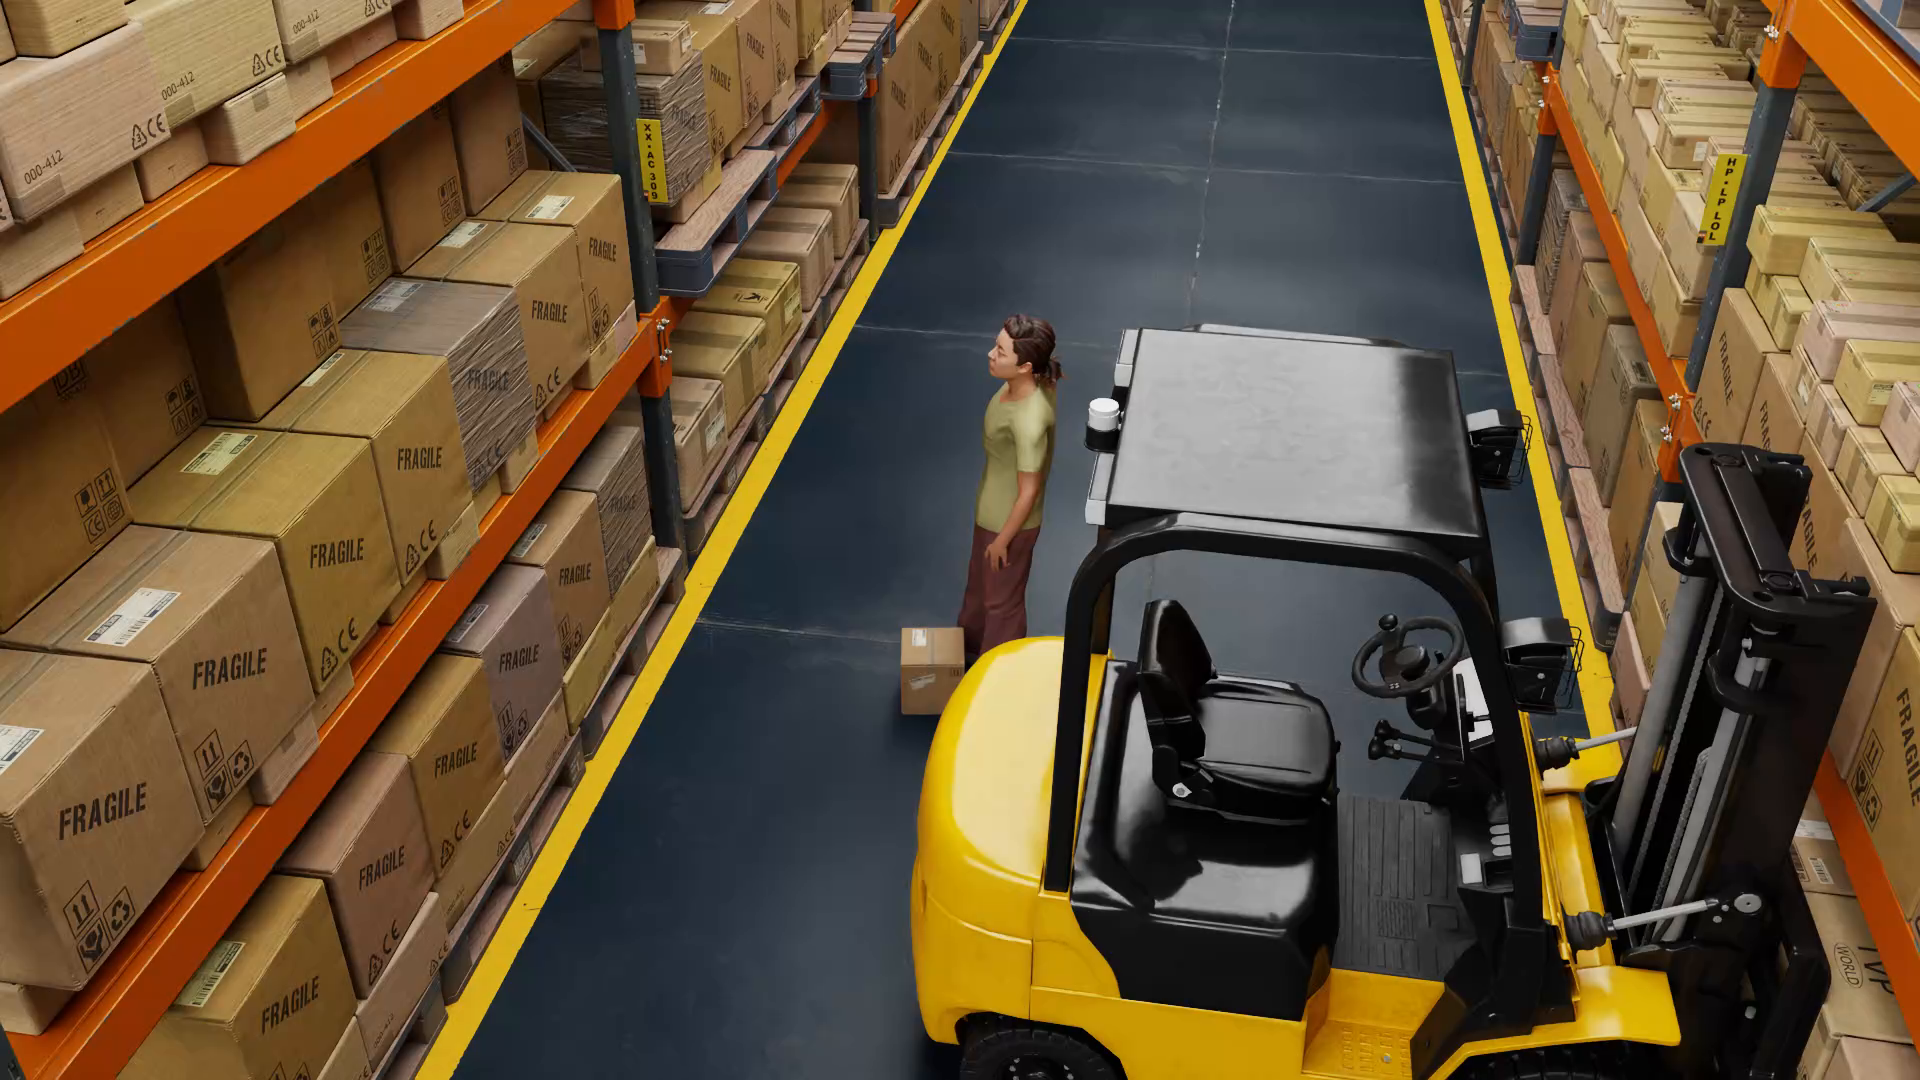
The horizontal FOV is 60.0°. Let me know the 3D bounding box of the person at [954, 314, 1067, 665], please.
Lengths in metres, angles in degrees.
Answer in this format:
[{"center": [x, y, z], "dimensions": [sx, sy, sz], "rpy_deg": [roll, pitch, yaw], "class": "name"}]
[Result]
[{"center": [0.109, -0.100, 6.279], "dimensions": [0.547, 1.673, 0.553], "rpy_deg": [1, 33, 2], "class": "person"}]
